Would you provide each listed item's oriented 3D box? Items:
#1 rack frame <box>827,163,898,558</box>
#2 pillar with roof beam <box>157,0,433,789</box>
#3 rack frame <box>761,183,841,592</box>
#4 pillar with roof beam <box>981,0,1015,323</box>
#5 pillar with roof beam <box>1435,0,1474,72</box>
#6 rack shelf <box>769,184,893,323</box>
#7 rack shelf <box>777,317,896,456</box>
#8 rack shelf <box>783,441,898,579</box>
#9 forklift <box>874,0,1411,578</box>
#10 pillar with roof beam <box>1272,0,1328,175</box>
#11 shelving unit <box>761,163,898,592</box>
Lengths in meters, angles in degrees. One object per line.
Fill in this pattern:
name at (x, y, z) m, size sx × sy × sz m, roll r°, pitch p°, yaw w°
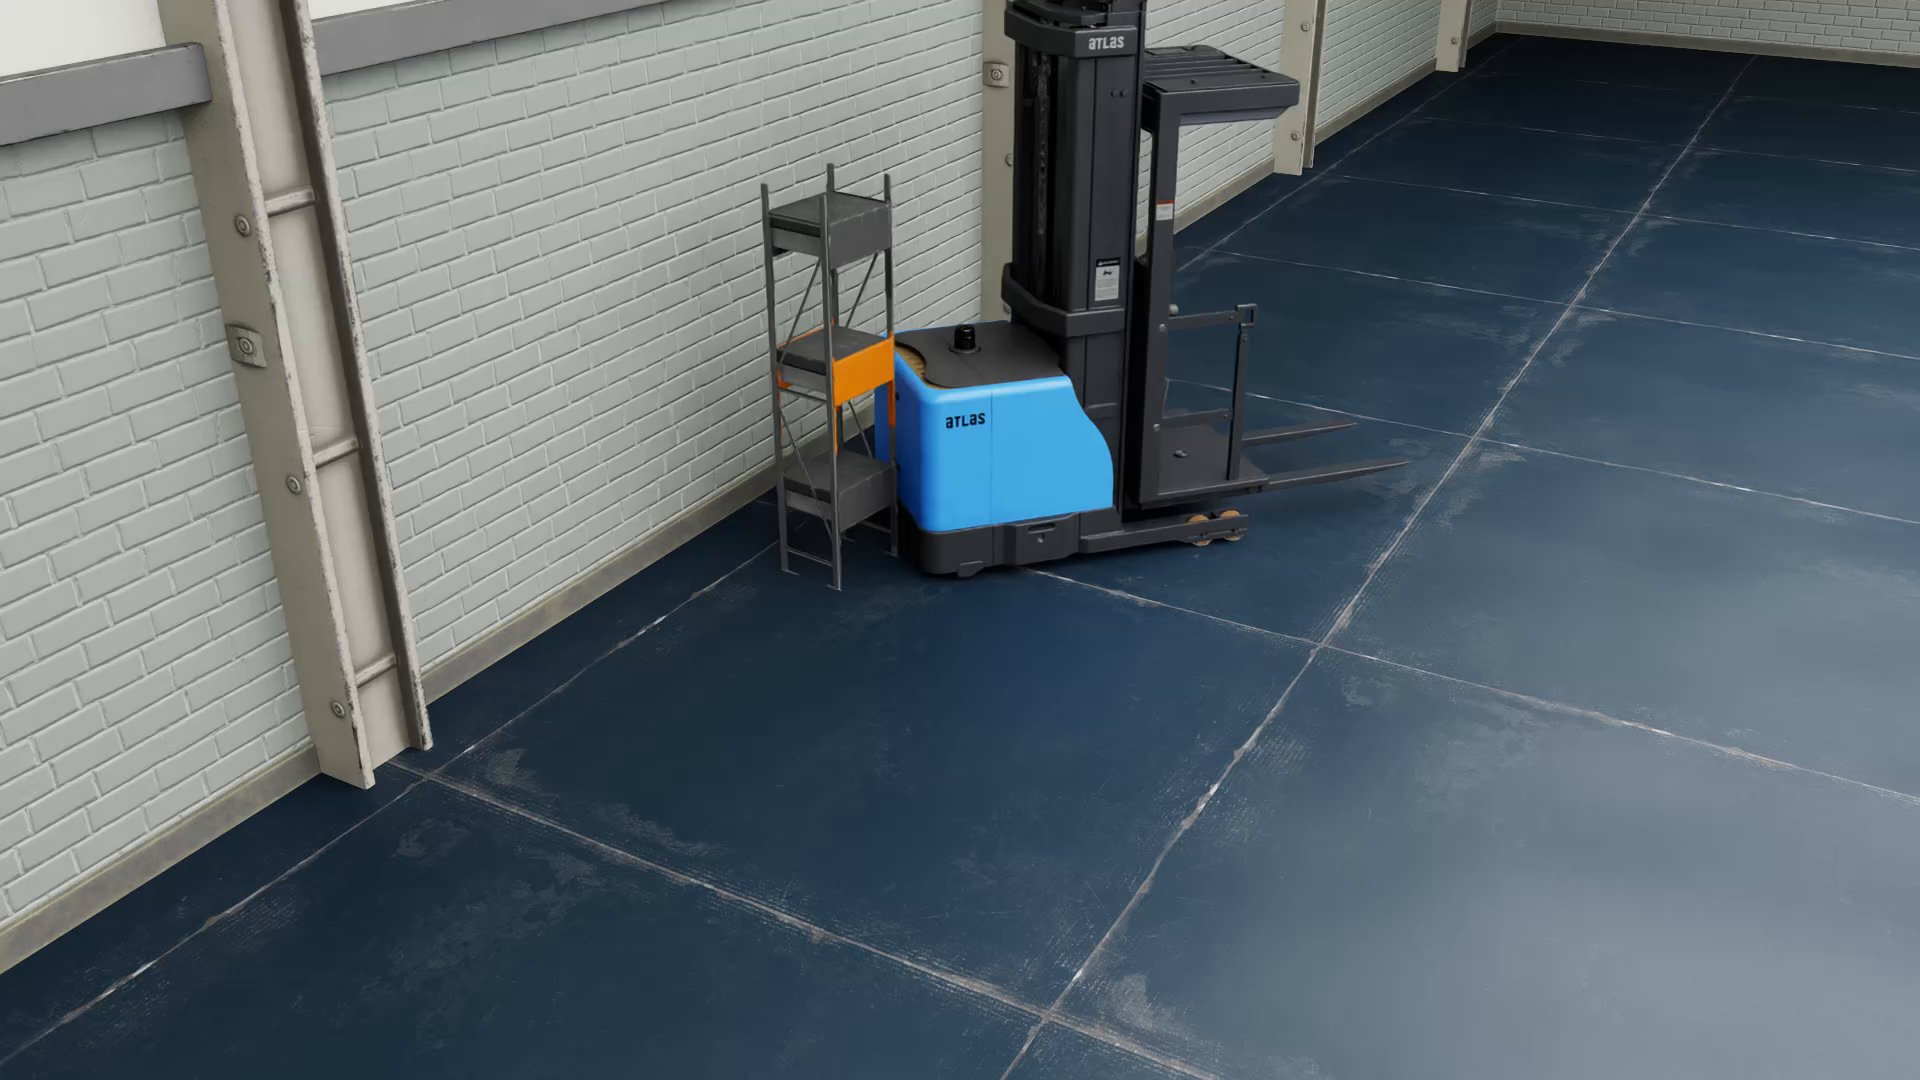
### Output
rack frame at (-0.502, -0.897, 8.696) m, size 0.400 × 2.100 × 0.015 m, roll 18°, pitch 32°, yaw 32°
pillar with roof beam at (1.170, -2.118, 3.429) m, size 9.100 × 9.000 × 0.400 m, roll 14°, pitch 30°, yaw 26°
rack frame at (-0.790, -0.721, 8.344) m, size 0.400 × 2.100 × 0.015 m, roll 18°, pitch 32°, yaw 32°
pillar with roof beam at (4.121, -4.457, 8.100) m, size 9.100 × 9.000 × 0.400 m, roll 14°, pitch 30°, yaw 26°
pillar with roof beam at (10.025, -9.133, 17.442) m, size 9.100 × 9.000 × 0.400 m, roll 14°, pitch 30°, yaw 26°
rack shelf at (-0.646, -1.422, 8.212) m, size 0.431 × 0.518 × 0.480 m, roll 18°, pitch 32°, yaw 32°
rack shelf at (-0.646, -0.796, 8.526) m, size 0.431 × 0.518 × 0.480 m, roll 18°, pitch 32°, yaw 32°
rack shelf at (-0.646, -0.170, 8.839) m, size 0.431 × 0.518 × 0.480 m, roll 18°, pitch 32°, yaw 32°
forklift at (1.083, -1.492, 8.956) m, size 3.031 × 2.935 × 1.130 m, roll -9°, pitch 28°, yaw -17°
pillar with roof beam at (7.073, -6.795, 12.771) m, size 9.100 × 9.000 × 0.400 m, roll 14°, pitch 30°, yaw 26°
shelving unit at (-0.646, -0.809, 8.520) m, size 0.431 × 2.100 × 0.503 m, roll 18°, pitch 32°, yaw 32°
